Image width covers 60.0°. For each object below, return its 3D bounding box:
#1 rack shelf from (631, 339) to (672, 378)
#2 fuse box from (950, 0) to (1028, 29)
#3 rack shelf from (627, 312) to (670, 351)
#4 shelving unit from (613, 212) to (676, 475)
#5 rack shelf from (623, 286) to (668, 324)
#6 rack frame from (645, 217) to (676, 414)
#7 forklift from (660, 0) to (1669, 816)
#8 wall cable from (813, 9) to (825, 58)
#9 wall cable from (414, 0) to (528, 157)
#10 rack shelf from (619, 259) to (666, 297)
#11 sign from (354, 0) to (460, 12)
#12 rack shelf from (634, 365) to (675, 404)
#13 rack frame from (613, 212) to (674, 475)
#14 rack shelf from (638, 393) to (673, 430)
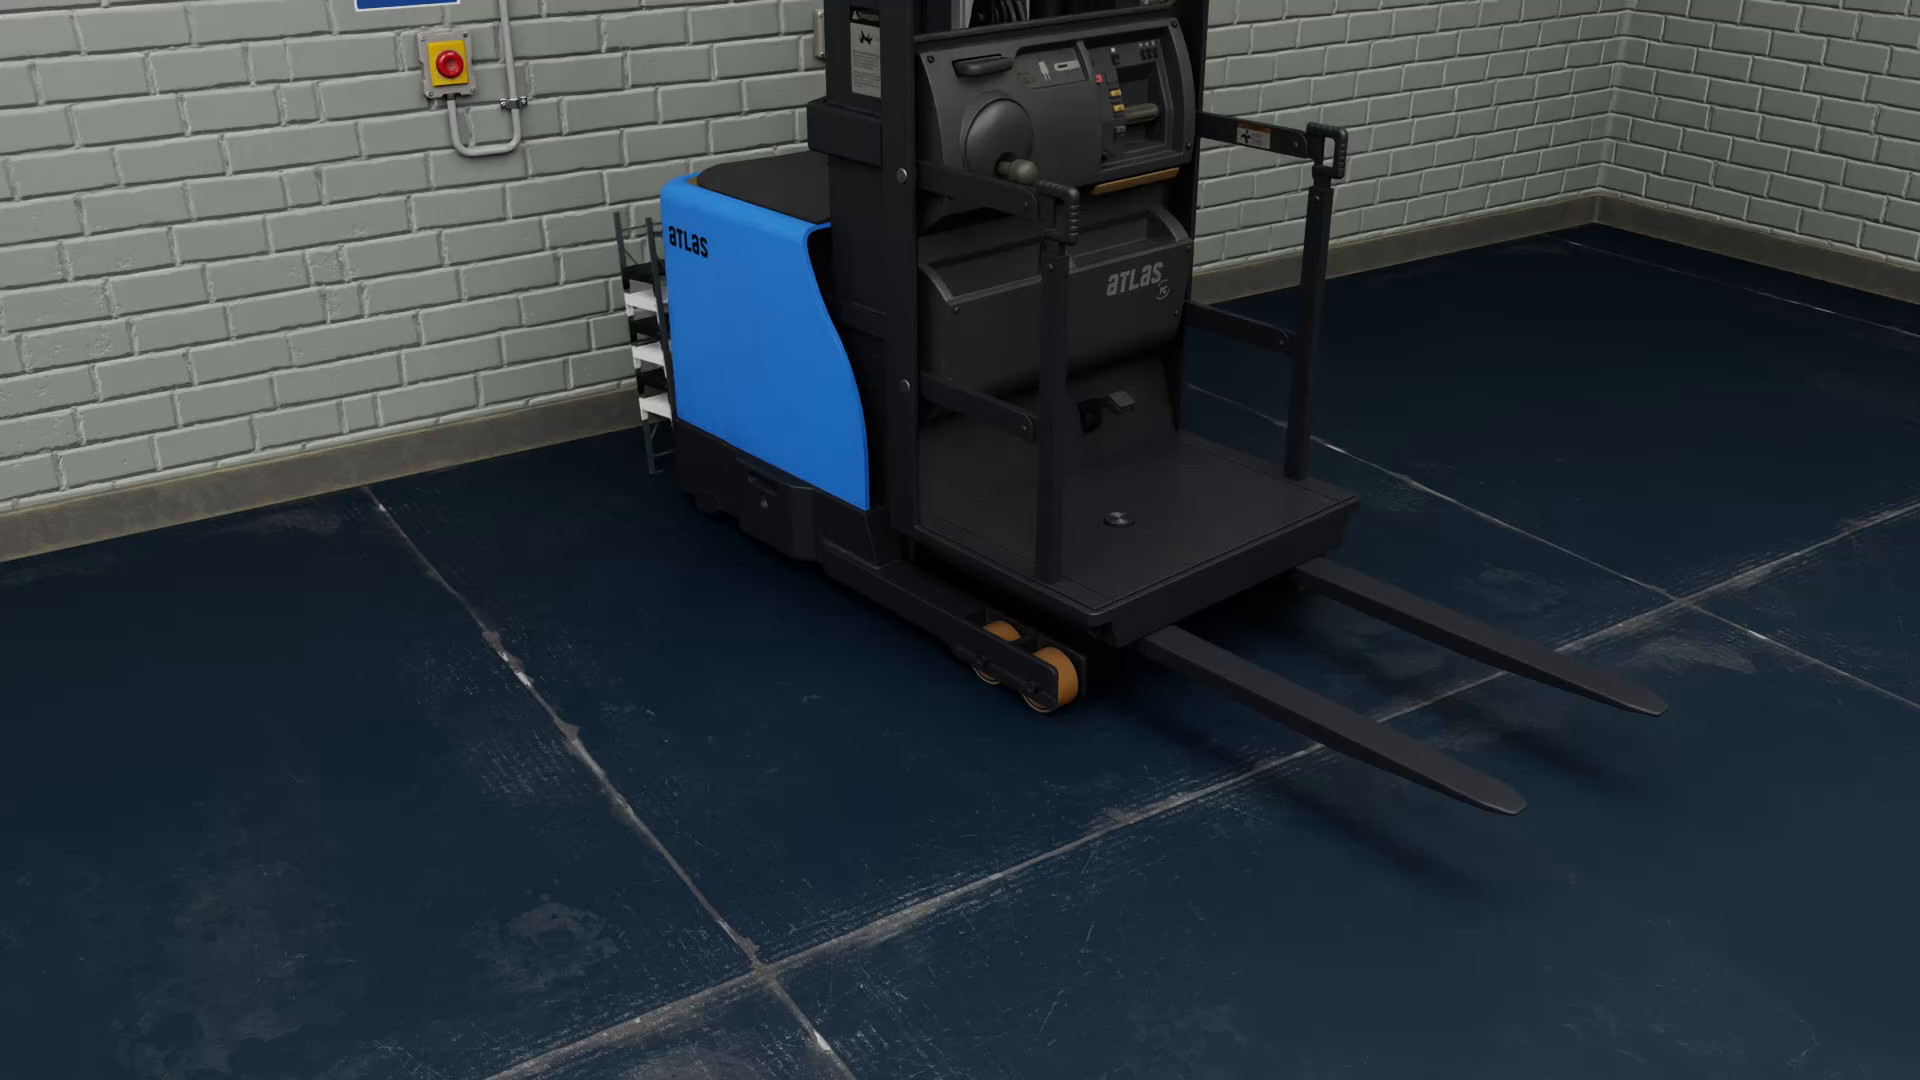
[{"bbox_3d":[-0.937,-0.623,5.573,0.258,0.077,0.200,-20,26,-36],"label":"rack shelf"},{"bbox_3d":[0.190,-1.484,6.390,0.539,1.711,0.414,-16,29,-30],"label":"fuse box"},{"bbox_3d":[-0.943,-0.707,5.541,0.258,0.077,0.200,-20,26,-36],"label":"rack shelf"},{"bbox_3d":[-0.940,-0.654,5.561,0.258,0.900,0.210,-20,26,-36],"label":"shelving unit"},{"bbox_3d":[-0.950,-0.791,5.509,0.258,0.077,0.200,-20,26,-36],"label":"rack shelf"},{"bbox_3d":[-0.873,-0.631,5.488,0.240,0.900,0.006,-20,26,-36],"label":"rack frame"},{"bbox_3d":[0.416,-1.124,4.197,1.130,2.935,3.031,-21,32,-37],"label":"forklift"},{"bbox_3d":[-0.468,-2.424,5.681,0.588,1.984,0.122,-16,29,-30],"label":"wall cable"},{"bbox_3d":[-1.650,-2.103,4.965,0.585,1.953,0.123,-16,29,-30],"label":"wall cable"},{"bbox_3d":[-0.956,-0.875,5.477,0.258,0.077,0.200,-20,26,-36],"label":"rack shelf"},{"bbox_3d":[-1.724,-1.763,5.153,0.327,0.218,0.001,-16,29,-30],"label":"sign"},{"bbox_3d":[-0.931,-0.539,5.605,0.258,0.077,0.200,-20,26,-36],"label":"rack shelf"},{"bbox_3d":[-1.006,-0.678,5.635,0.240,0.900,0.006,-20,26,-36],"label":"rack frame"},{"bbox_3d":[-0.925,-0.455,5.637,0.258,0.077,0.200,-20,26,-36],"label":"rack shelf"}]
